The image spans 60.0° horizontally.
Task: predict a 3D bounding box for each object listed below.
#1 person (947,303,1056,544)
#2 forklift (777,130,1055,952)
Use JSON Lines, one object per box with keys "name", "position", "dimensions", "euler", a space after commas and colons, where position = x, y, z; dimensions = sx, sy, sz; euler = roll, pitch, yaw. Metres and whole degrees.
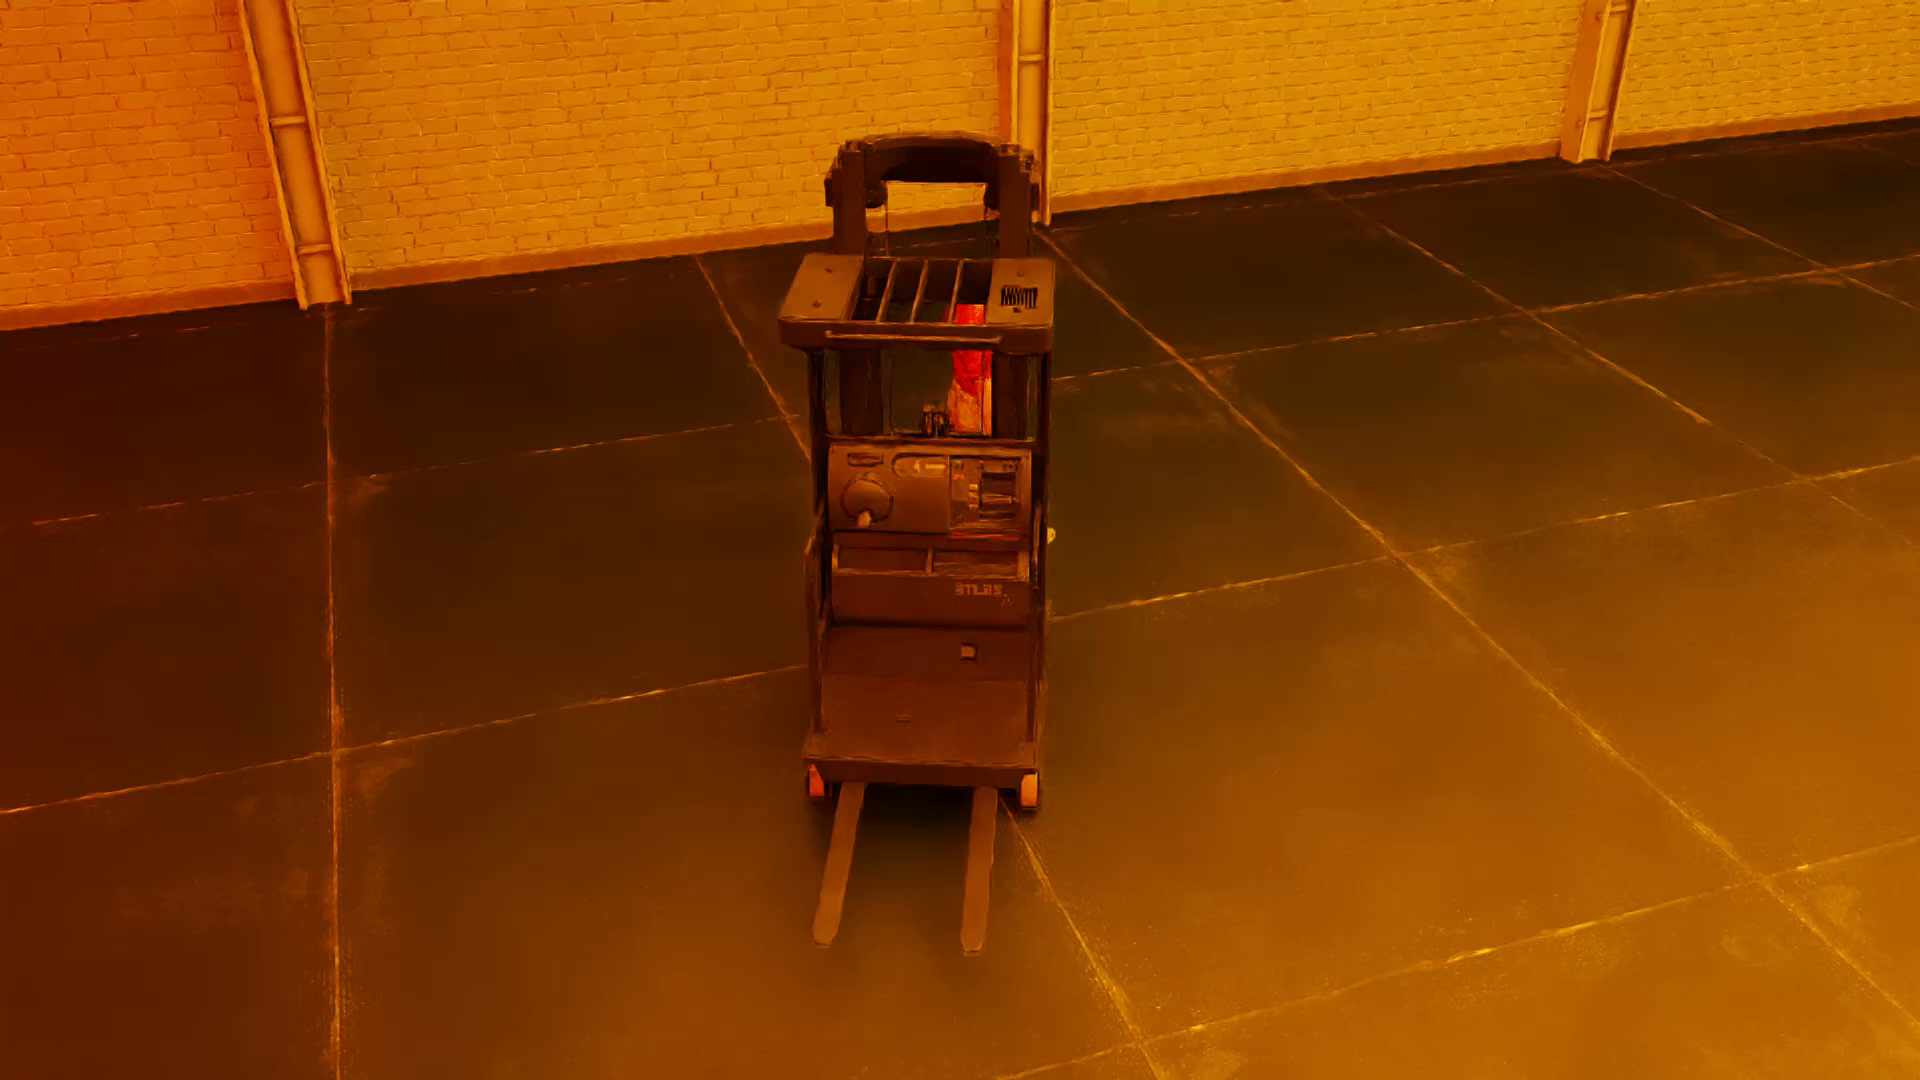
{"name": "person", "position": [0.192, -0.771, 9.671], "dimensions": [0.649, 1.696, 0.670], "euler": [-11, 32, -19]}
{"name": "forklift", "position": [-0.151, -0.186, 7.411], "dimensions": [1.130, 2.935, 3.031], "euler": [2, 30, 3]}
